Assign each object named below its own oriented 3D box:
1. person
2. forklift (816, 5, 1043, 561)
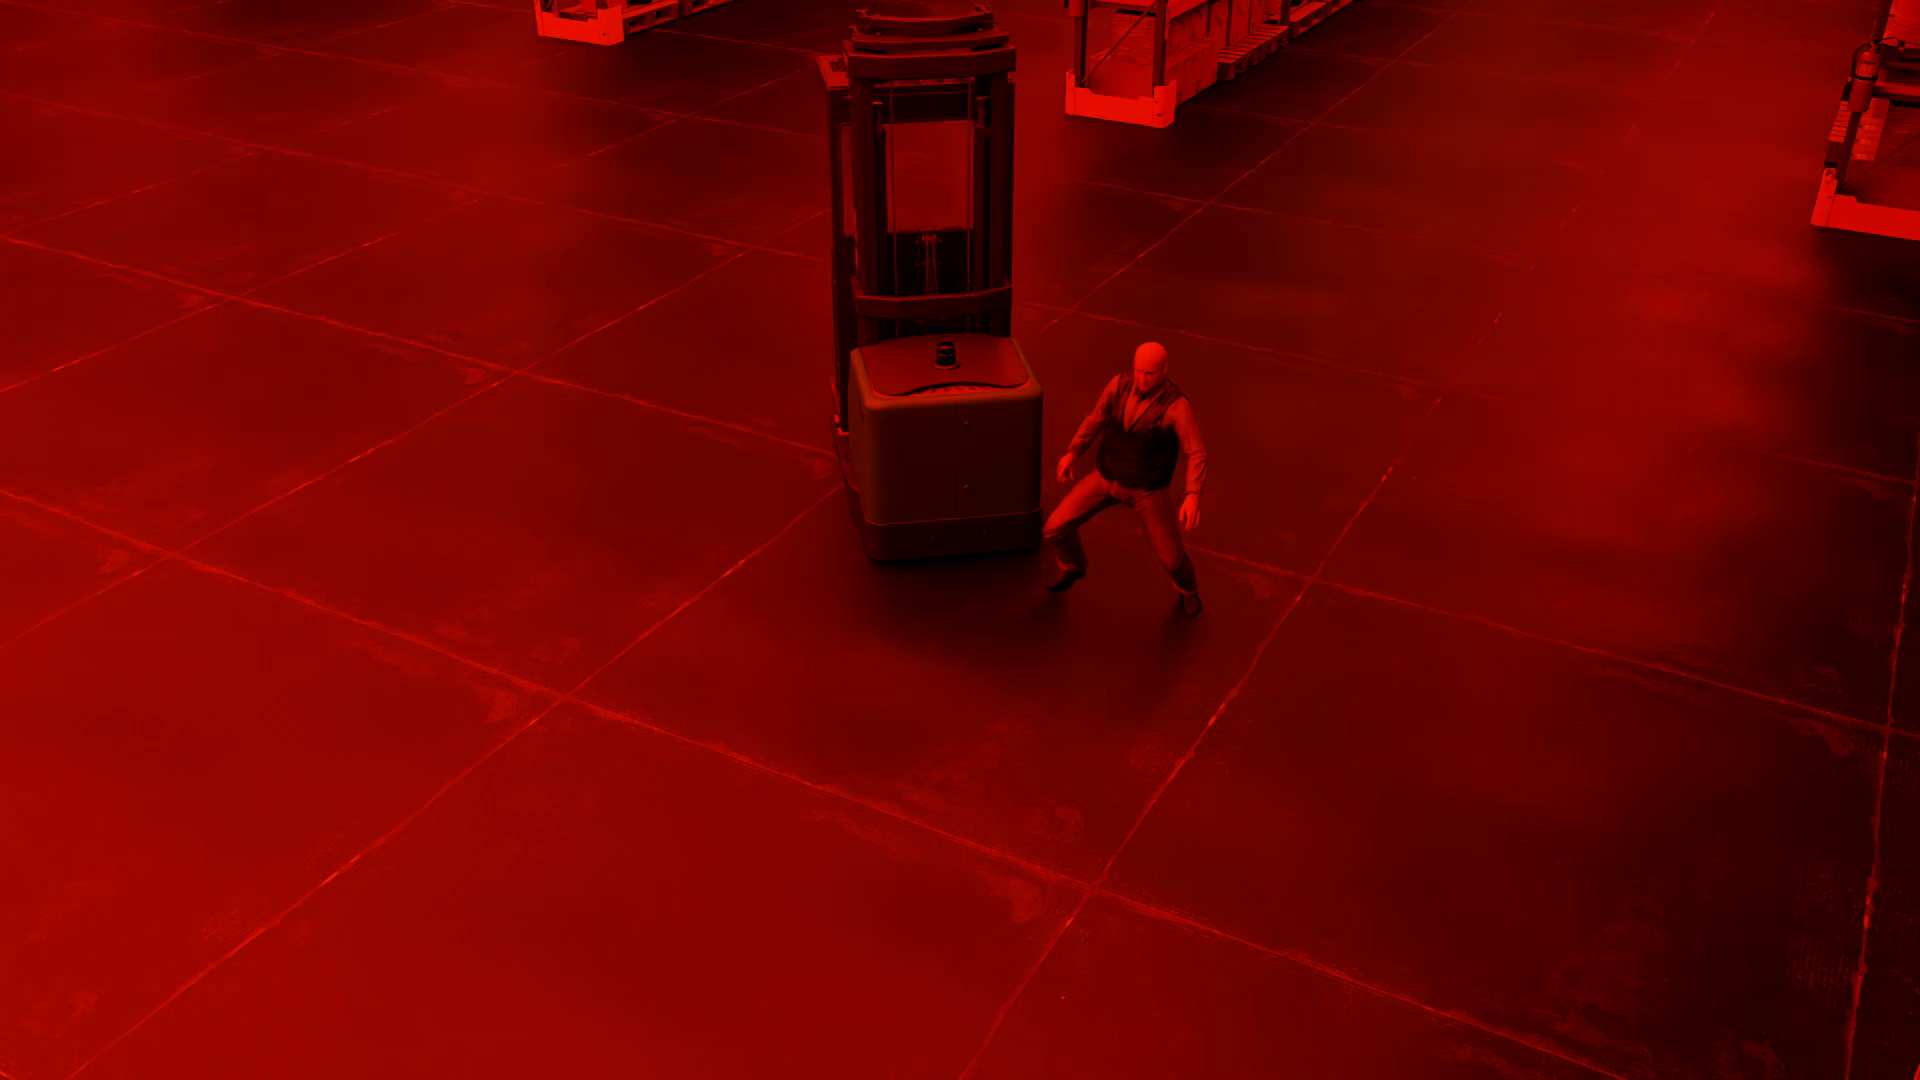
[{"bbox_3d":[0.953,-0.314,8.990,0.938,1.596,0.675,20,36,31],"label":"person"},{"bbox_3d":[-0.267,-1.869,10.309,1.130,2.935,3.031,-5,30,-8],"label":"forklift"}]
